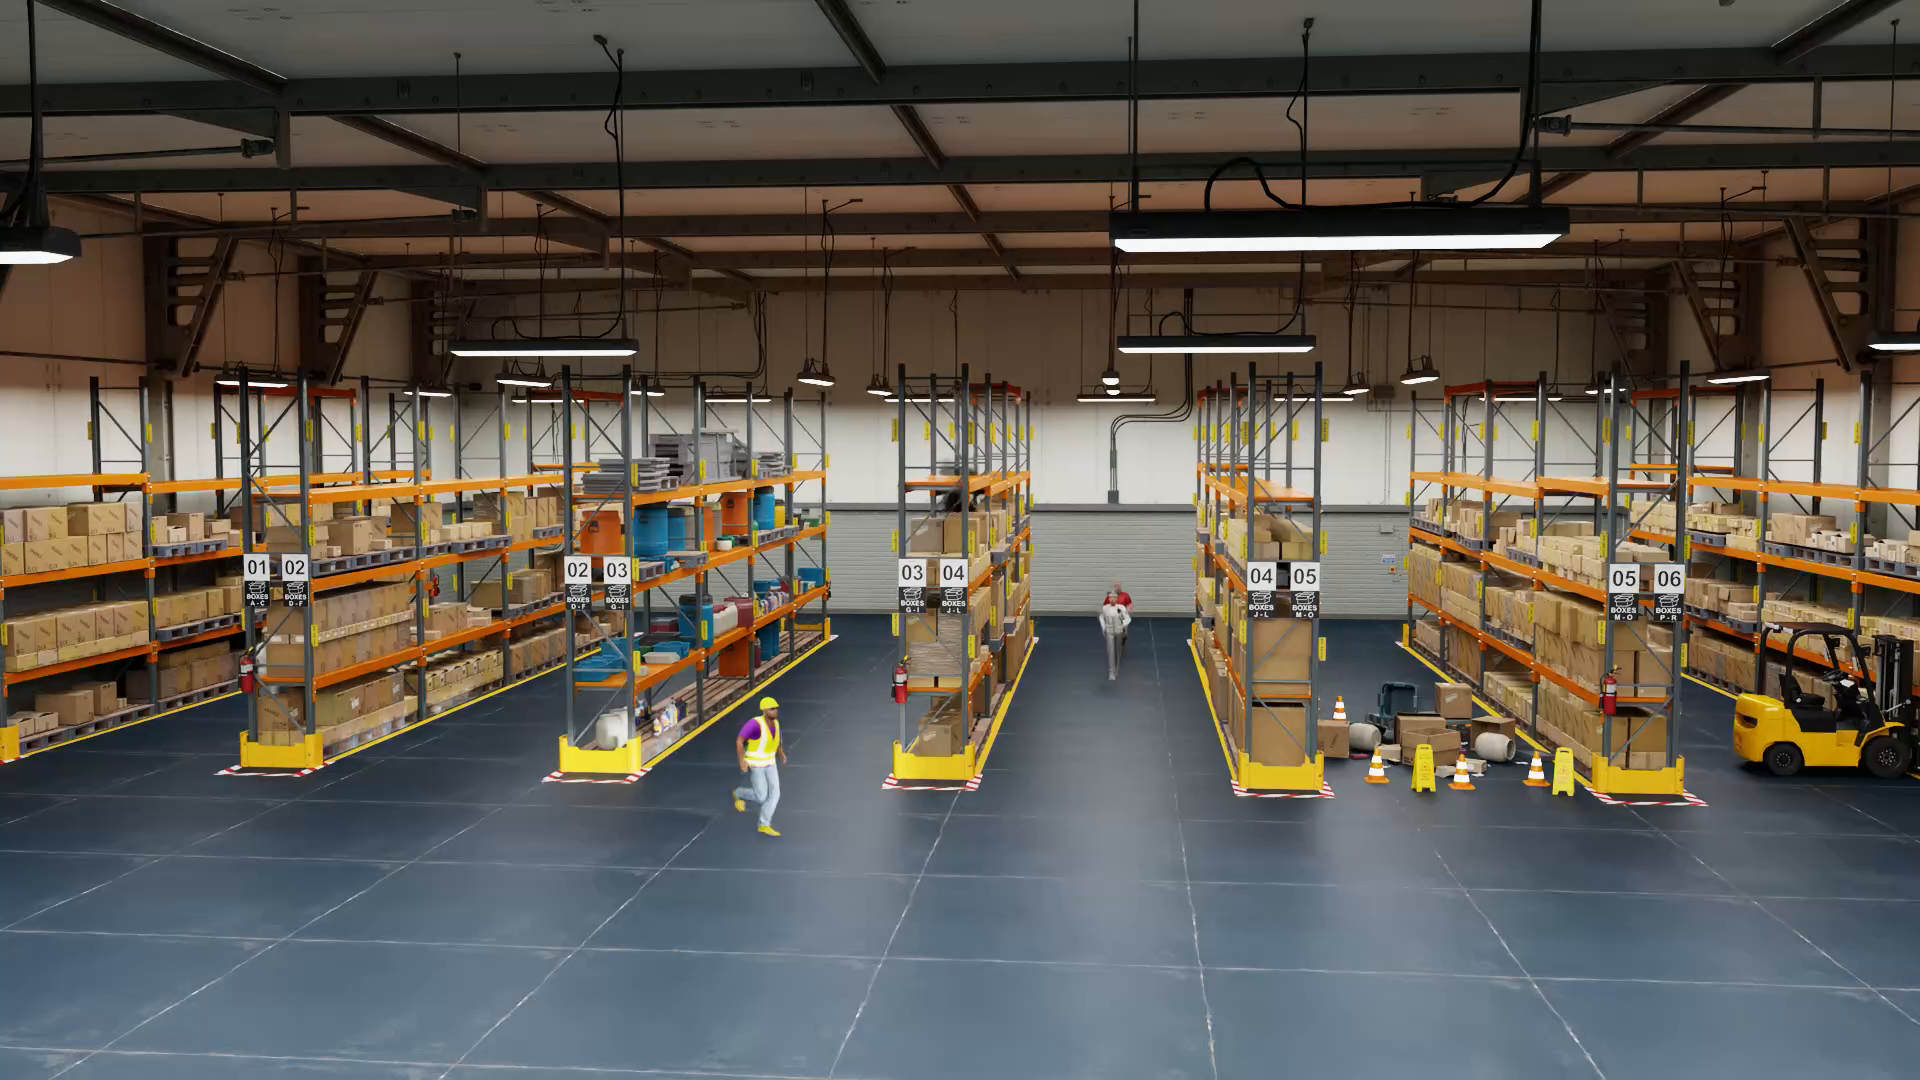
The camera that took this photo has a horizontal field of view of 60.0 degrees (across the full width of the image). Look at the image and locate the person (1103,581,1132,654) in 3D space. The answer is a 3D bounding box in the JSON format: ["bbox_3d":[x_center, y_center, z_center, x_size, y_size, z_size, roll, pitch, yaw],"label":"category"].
[{"bbox_3d":[3.540,1.770,37.248,0.657,1.677,0.617,0,4,3],"label":"person"}]

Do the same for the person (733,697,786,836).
[{"bbox_3d":[-2.544,2.824,20.911,0.733,1.728,0.729,3,5,38],"label":"person"}]

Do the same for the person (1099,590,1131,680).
[{"bbox_3d":[2.973,1.815,31.922,0.610,1.727,0.797,0,4,7],"label":"person"}]

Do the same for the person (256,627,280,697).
[{"bbox_3d":[-11.391,2.332,27.472,0.669,1.828,0.851,0,4,3],"label":"person"}]
